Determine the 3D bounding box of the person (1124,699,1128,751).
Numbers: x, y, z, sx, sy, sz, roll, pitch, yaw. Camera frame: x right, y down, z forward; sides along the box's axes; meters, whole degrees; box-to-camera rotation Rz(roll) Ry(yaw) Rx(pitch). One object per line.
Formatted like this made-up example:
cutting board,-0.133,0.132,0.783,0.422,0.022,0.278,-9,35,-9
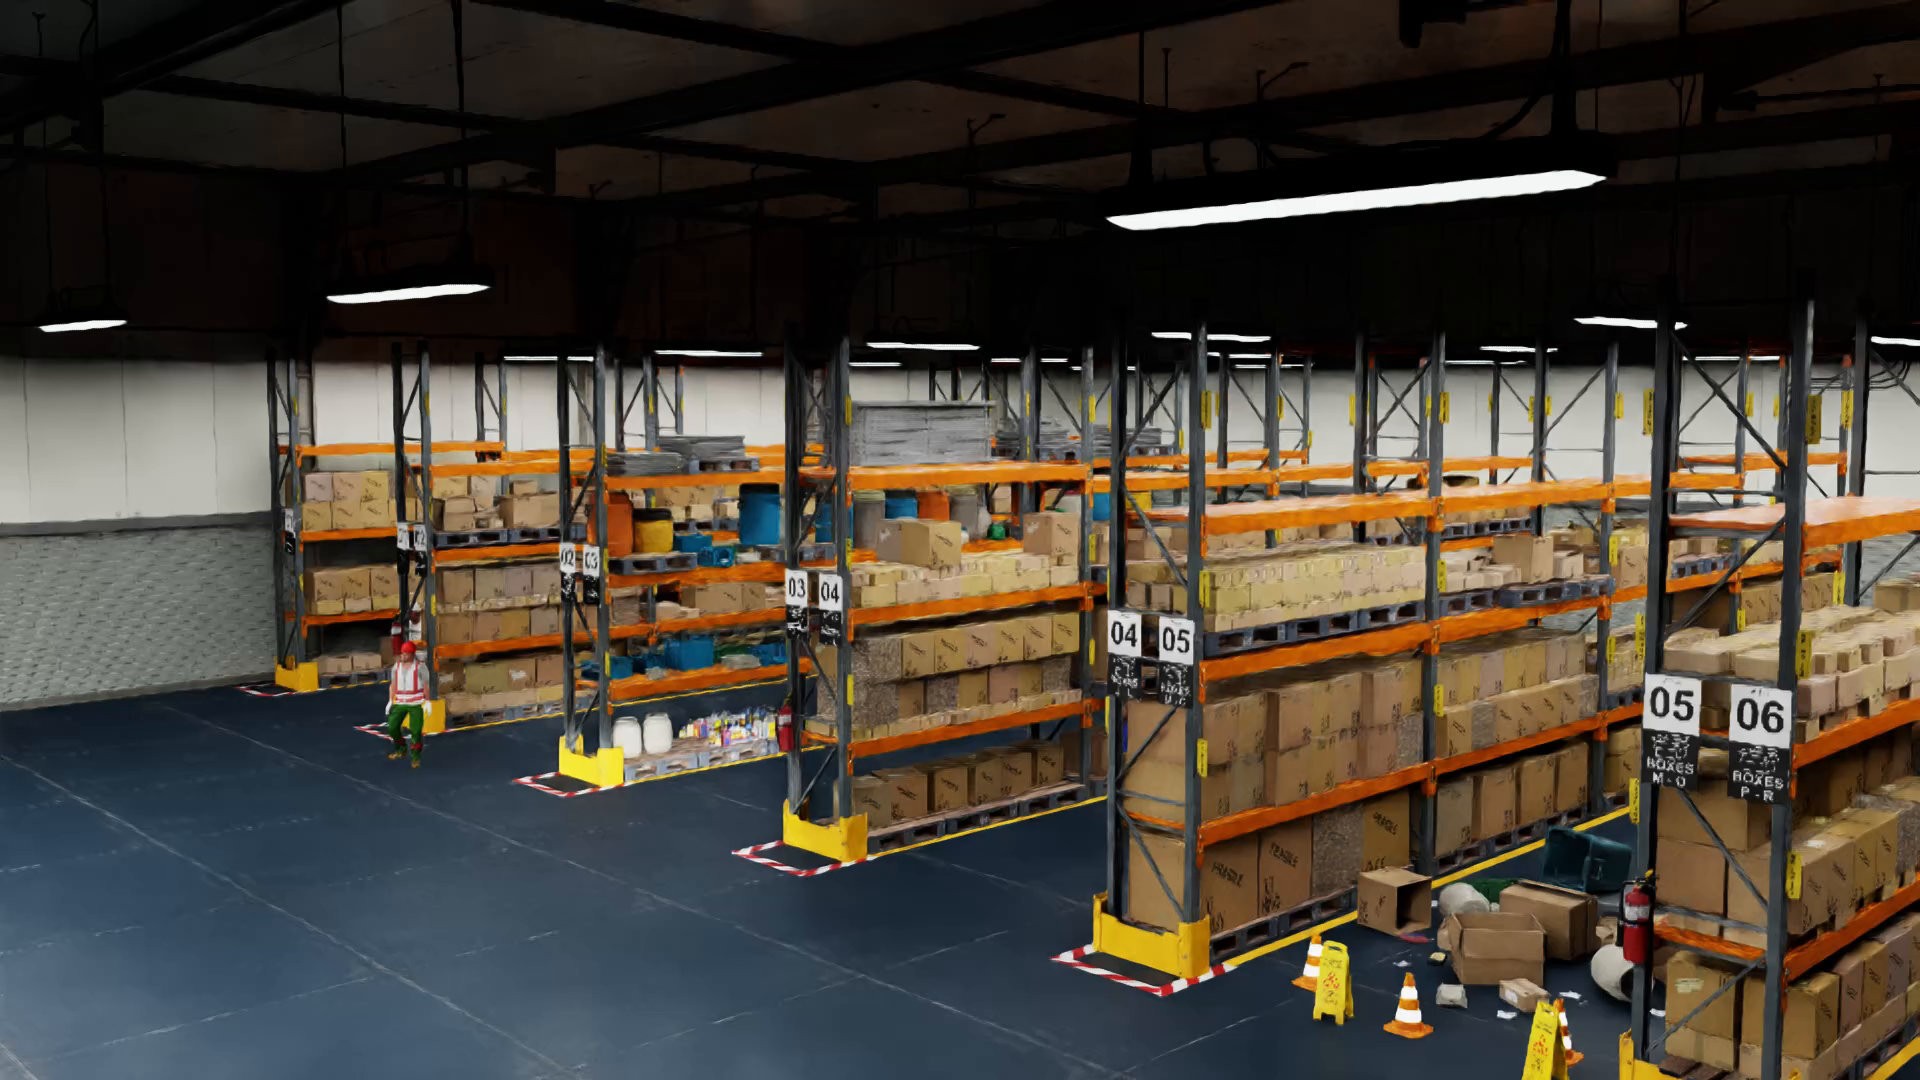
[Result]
person,2.007,2.634,19.726,0.592,1.538,0.464,5,7,44

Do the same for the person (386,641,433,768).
person,-7.726,2.272,23.163,0.734,1.779,0.505,1,5,8

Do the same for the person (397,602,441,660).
person,-9.045,1.883,27.946,0.701,1.718,0.849,3,6,30
